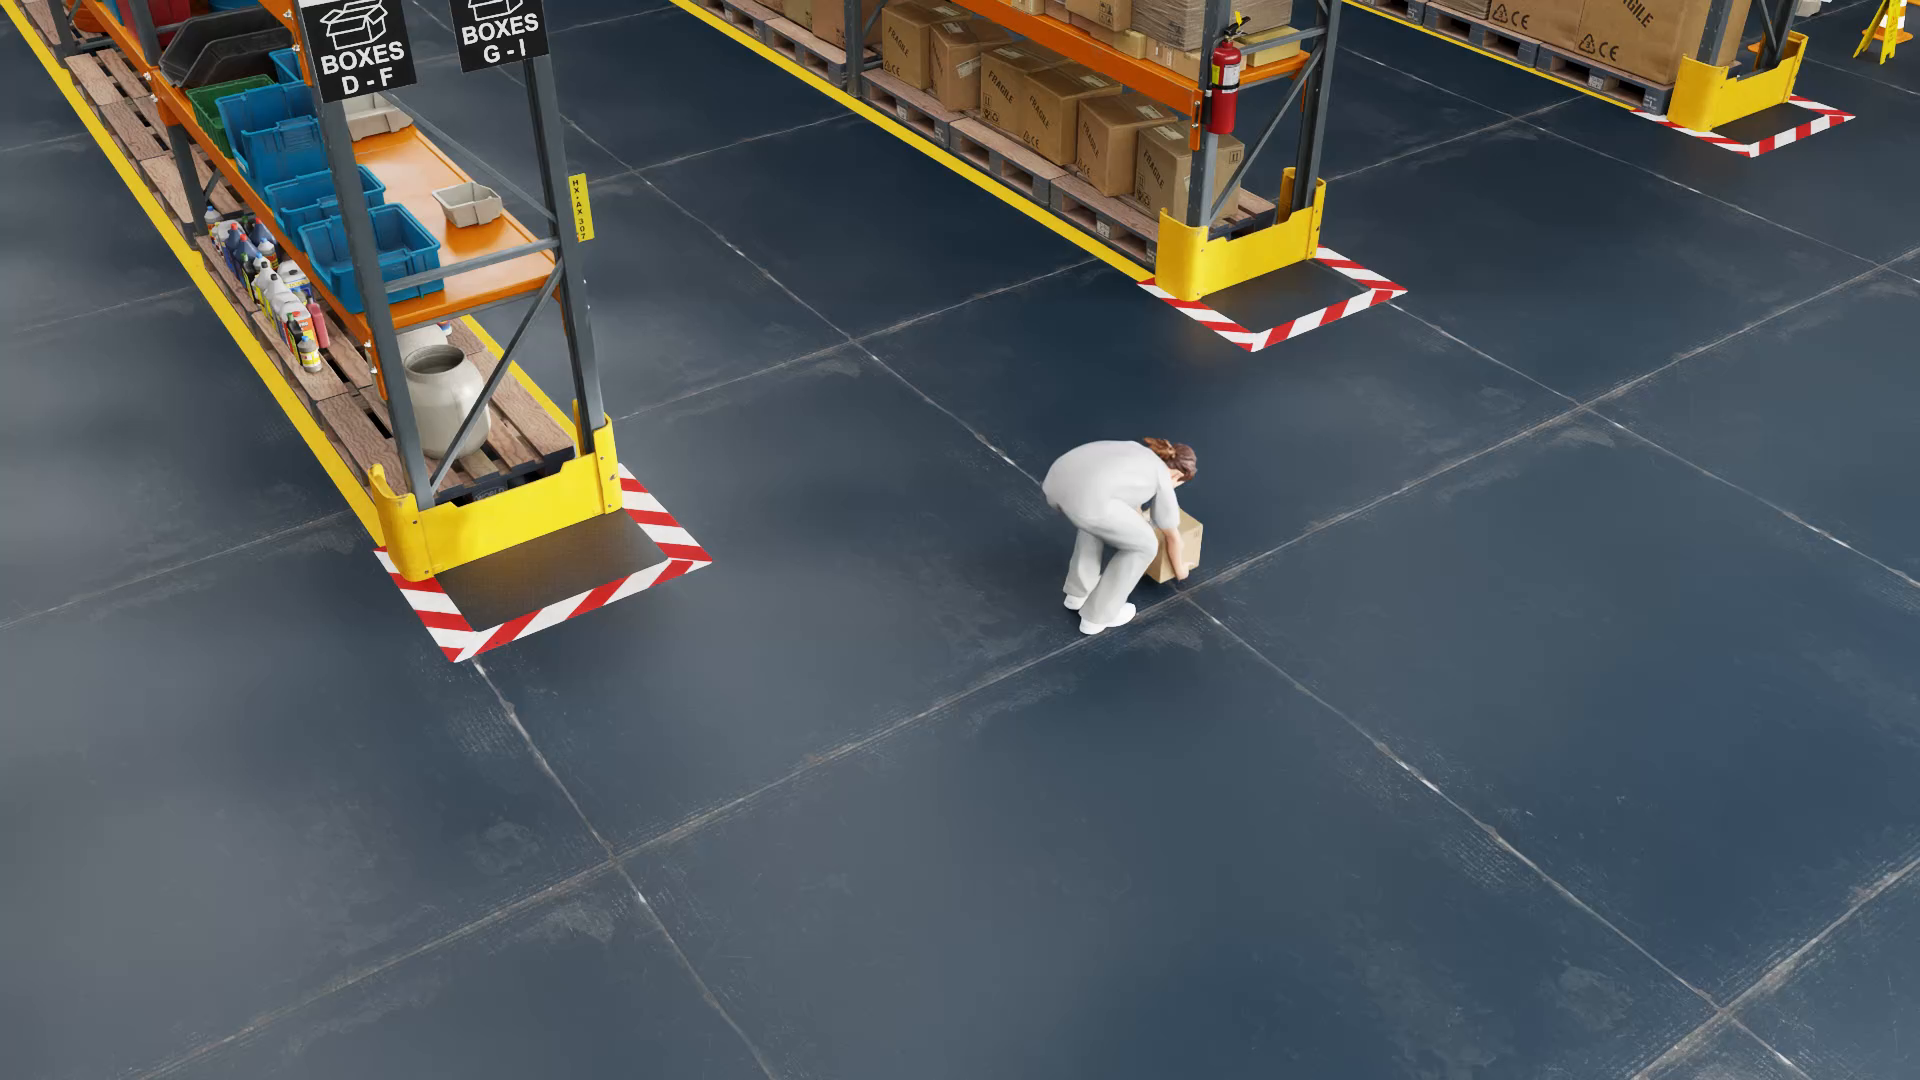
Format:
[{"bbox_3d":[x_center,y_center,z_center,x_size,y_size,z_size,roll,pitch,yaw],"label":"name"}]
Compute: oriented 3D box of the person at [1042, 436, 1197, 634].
[{"bbox_3d":[0.764,-0.087,7.752,0.852,0.921,0.455,-25,43,-30],"label":"person"}]
